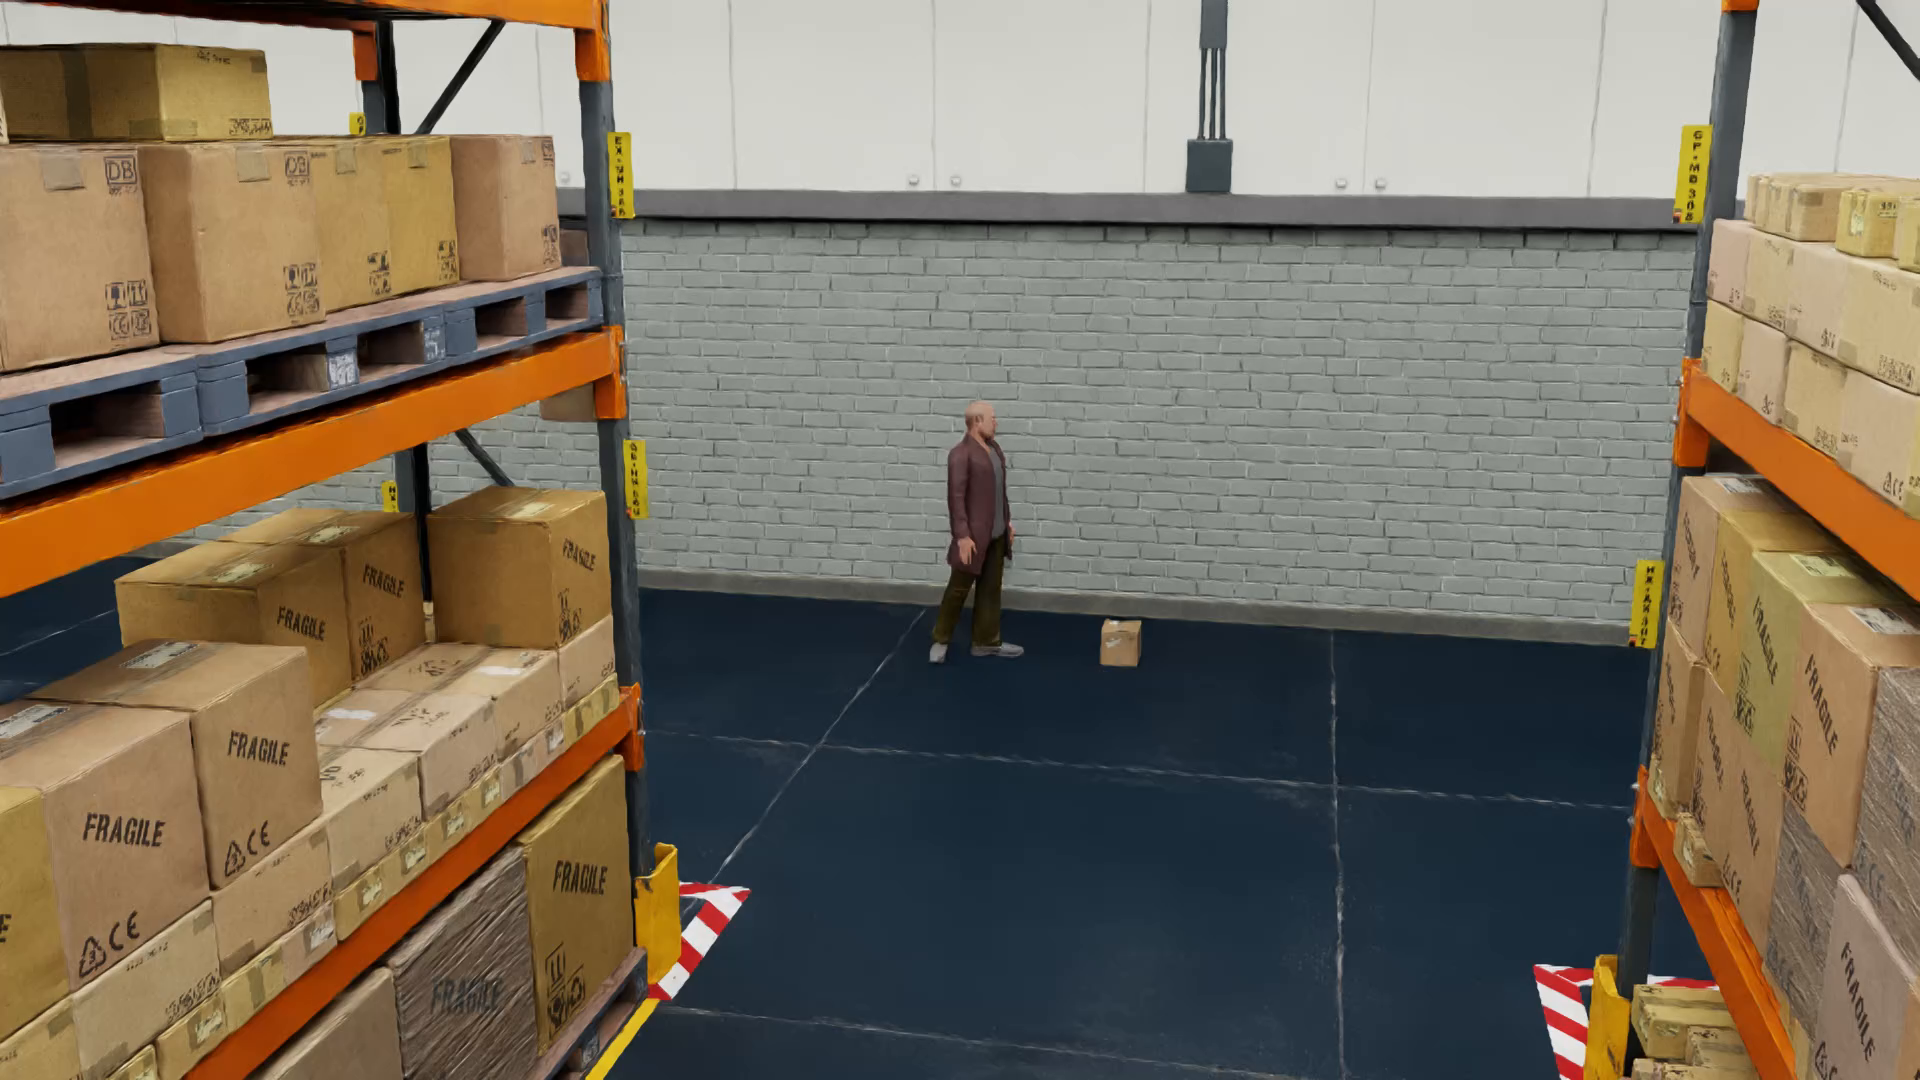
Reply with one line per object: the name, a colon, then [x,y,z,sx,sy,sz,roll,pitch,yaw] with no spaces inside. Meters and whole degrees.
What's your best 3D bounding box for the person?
person: [0.106,-0.062,11.272,0.564,1.780,0.743,10,17,33]
